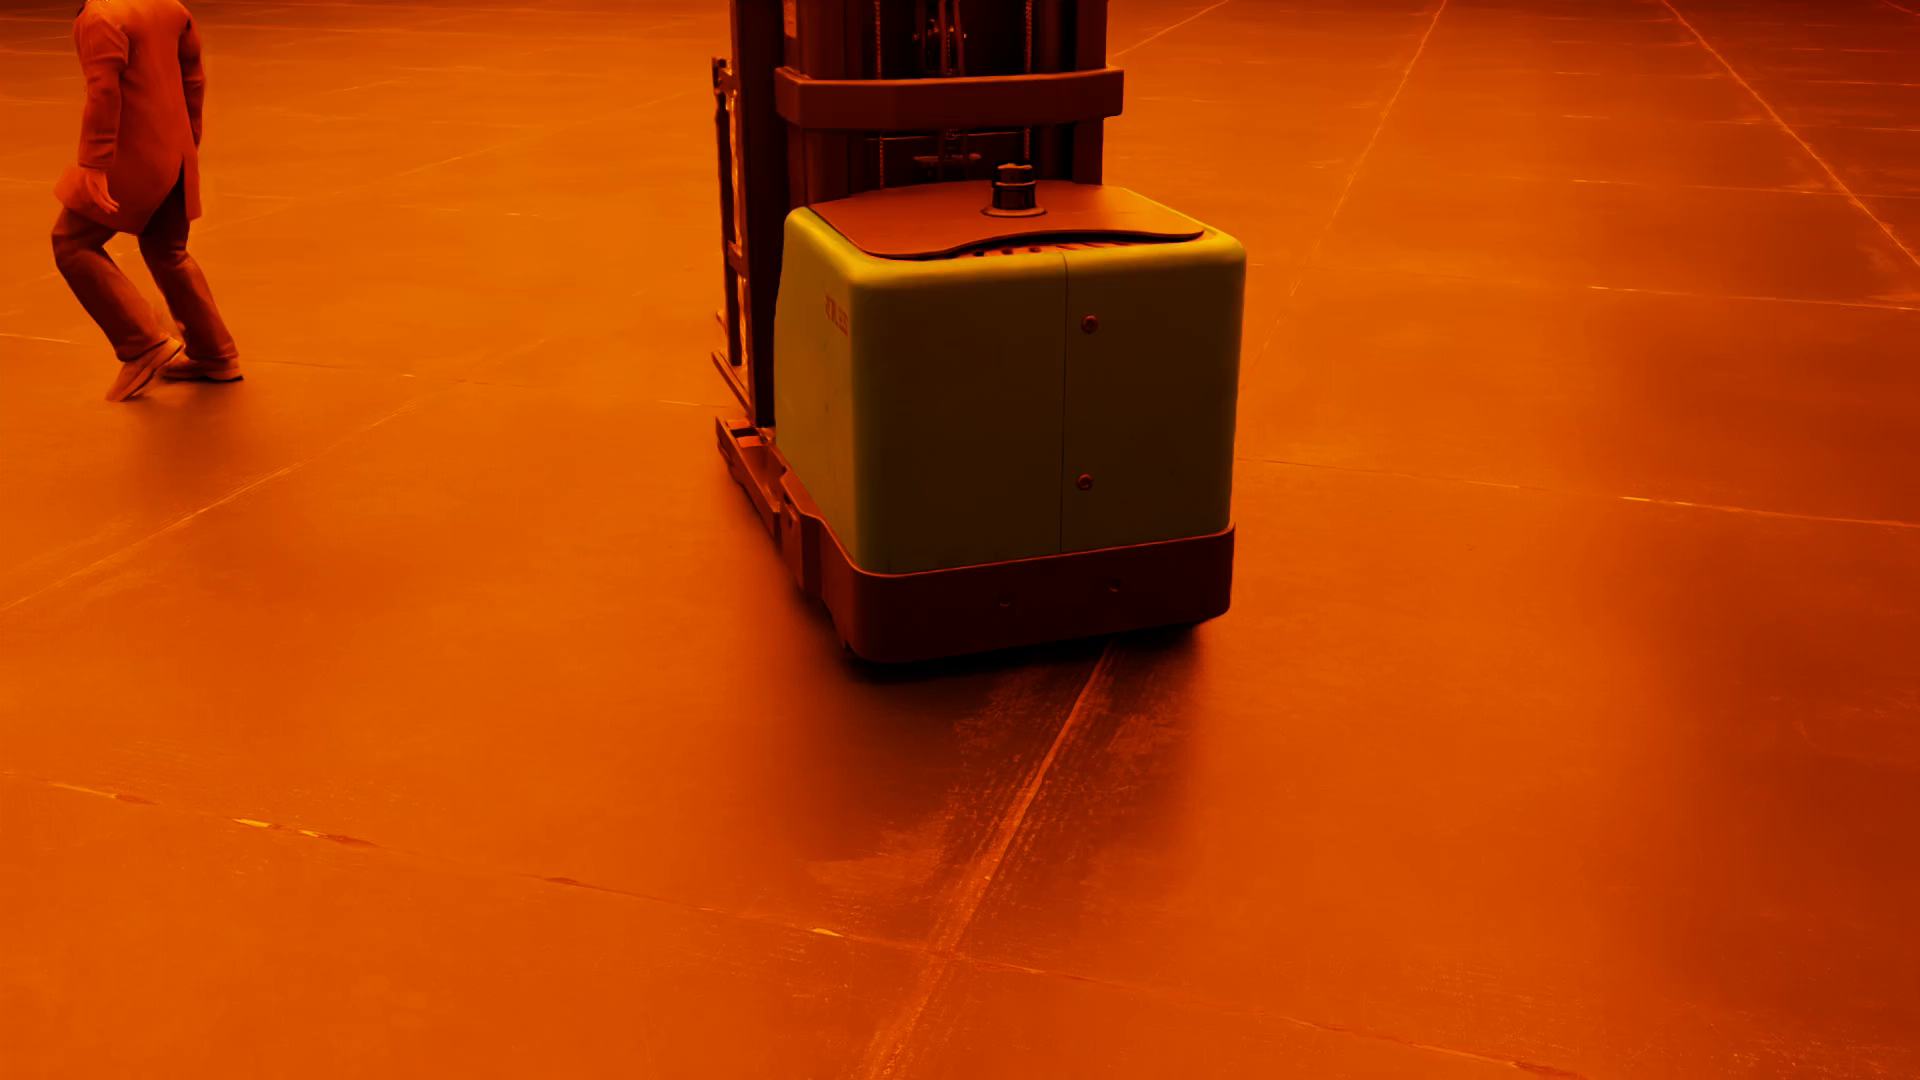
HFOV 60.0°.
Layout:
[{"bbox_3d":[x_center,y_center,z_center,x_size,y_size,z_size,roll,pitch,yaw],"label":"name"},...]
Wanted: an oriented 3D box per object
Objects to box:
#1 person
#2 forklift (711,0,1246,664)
[{"bbox_3d":[-3.148,-1.428,6.314,0.514,1.786,0.722,2,23,5],"label":"person"},{"bbox_3d":[-0.206,-1.578,5.101,1.130,2.935,3.031,-7,23,-16],"label":"forklift"}]
